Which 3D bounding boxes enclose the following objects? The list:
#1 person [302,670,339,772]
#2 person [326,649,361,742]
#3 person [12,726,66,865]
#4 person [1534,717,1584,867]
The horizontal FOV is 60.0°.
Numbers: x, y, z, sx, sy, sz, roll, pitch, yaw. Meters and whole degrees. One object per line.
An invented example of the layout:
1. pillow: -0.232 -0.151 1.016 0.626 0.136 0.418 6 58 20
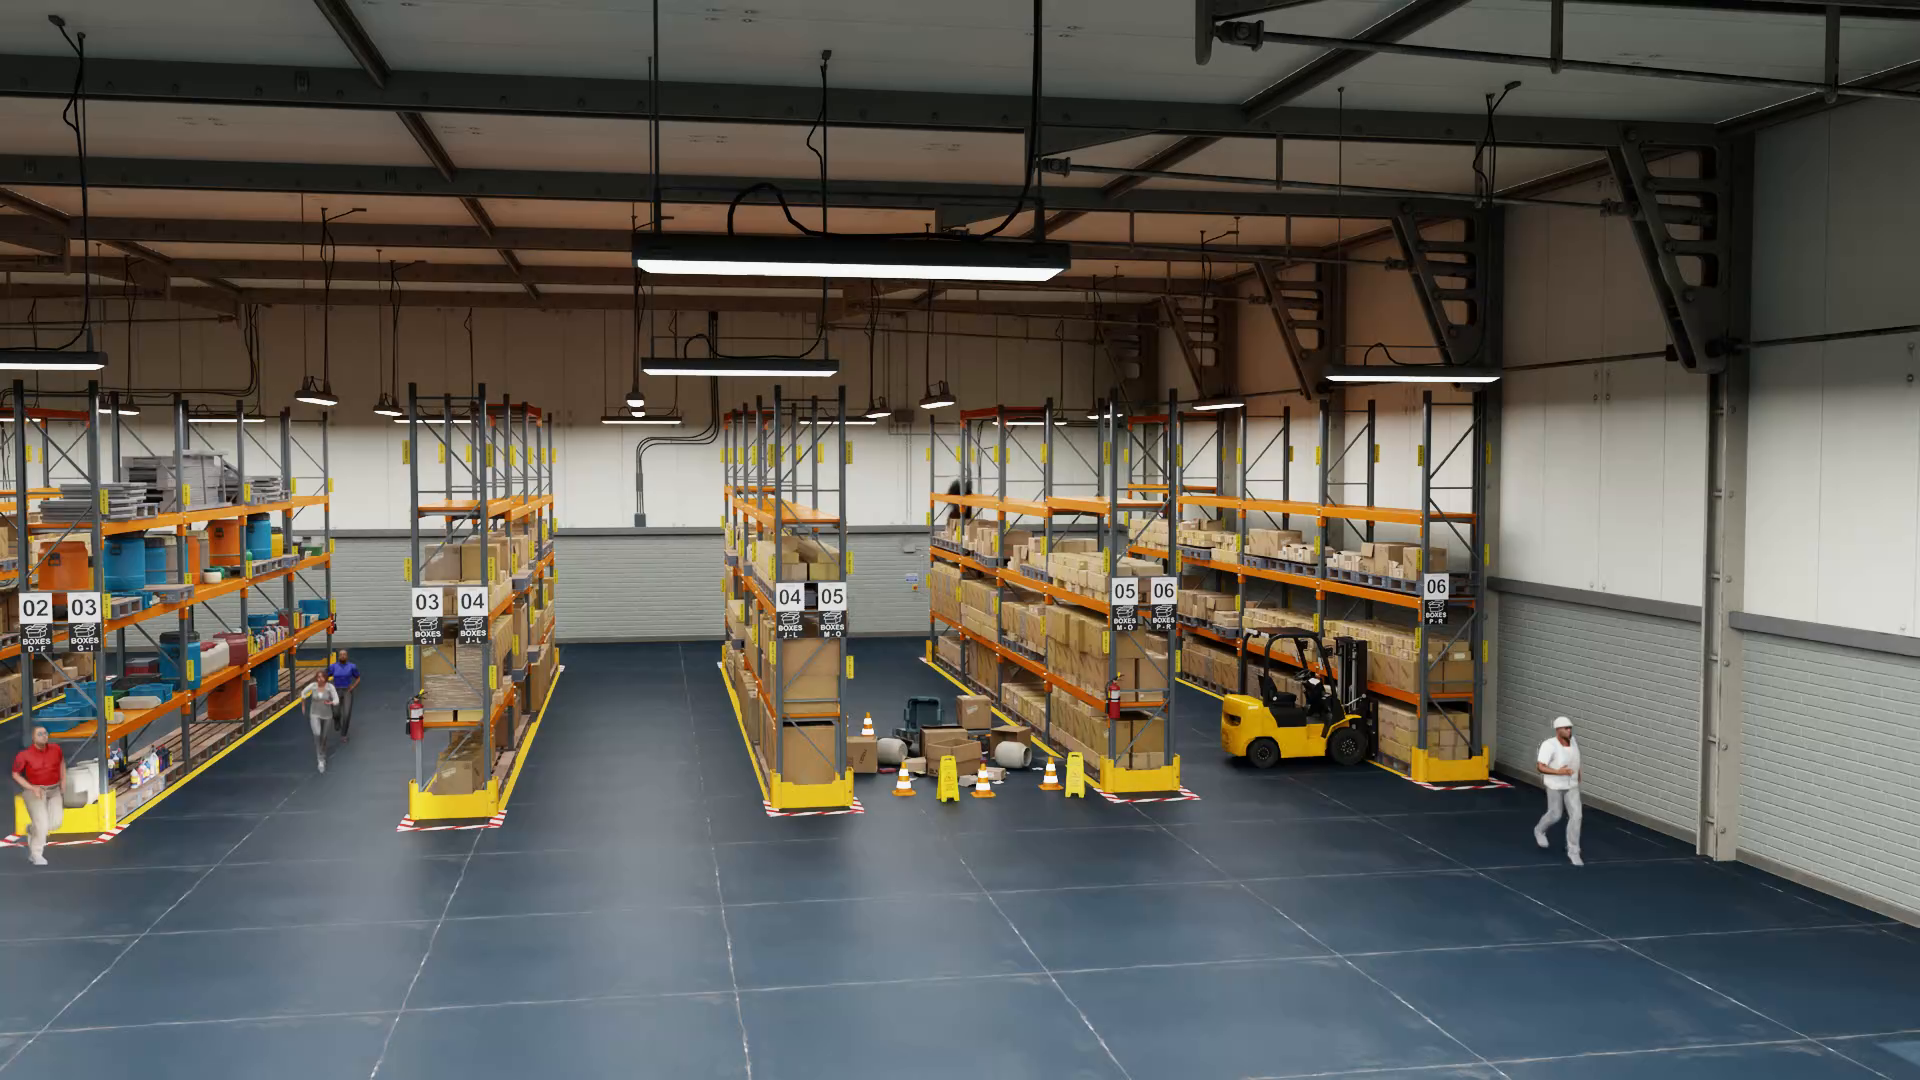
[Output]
1. person: -10.206 2.862 26.553 0.555 1.615 0.789 -1 3 -22
2. person: -10.868 2.725 29.291 0.614 1.616 0.559 -1 3 -16
3. person: -11.338 3.134 20.509 0.651 1.708 0.680 2 3 32
4. person: 7.435 3.089 20.634 0.729 1.828 0.911 -1 3 -19
